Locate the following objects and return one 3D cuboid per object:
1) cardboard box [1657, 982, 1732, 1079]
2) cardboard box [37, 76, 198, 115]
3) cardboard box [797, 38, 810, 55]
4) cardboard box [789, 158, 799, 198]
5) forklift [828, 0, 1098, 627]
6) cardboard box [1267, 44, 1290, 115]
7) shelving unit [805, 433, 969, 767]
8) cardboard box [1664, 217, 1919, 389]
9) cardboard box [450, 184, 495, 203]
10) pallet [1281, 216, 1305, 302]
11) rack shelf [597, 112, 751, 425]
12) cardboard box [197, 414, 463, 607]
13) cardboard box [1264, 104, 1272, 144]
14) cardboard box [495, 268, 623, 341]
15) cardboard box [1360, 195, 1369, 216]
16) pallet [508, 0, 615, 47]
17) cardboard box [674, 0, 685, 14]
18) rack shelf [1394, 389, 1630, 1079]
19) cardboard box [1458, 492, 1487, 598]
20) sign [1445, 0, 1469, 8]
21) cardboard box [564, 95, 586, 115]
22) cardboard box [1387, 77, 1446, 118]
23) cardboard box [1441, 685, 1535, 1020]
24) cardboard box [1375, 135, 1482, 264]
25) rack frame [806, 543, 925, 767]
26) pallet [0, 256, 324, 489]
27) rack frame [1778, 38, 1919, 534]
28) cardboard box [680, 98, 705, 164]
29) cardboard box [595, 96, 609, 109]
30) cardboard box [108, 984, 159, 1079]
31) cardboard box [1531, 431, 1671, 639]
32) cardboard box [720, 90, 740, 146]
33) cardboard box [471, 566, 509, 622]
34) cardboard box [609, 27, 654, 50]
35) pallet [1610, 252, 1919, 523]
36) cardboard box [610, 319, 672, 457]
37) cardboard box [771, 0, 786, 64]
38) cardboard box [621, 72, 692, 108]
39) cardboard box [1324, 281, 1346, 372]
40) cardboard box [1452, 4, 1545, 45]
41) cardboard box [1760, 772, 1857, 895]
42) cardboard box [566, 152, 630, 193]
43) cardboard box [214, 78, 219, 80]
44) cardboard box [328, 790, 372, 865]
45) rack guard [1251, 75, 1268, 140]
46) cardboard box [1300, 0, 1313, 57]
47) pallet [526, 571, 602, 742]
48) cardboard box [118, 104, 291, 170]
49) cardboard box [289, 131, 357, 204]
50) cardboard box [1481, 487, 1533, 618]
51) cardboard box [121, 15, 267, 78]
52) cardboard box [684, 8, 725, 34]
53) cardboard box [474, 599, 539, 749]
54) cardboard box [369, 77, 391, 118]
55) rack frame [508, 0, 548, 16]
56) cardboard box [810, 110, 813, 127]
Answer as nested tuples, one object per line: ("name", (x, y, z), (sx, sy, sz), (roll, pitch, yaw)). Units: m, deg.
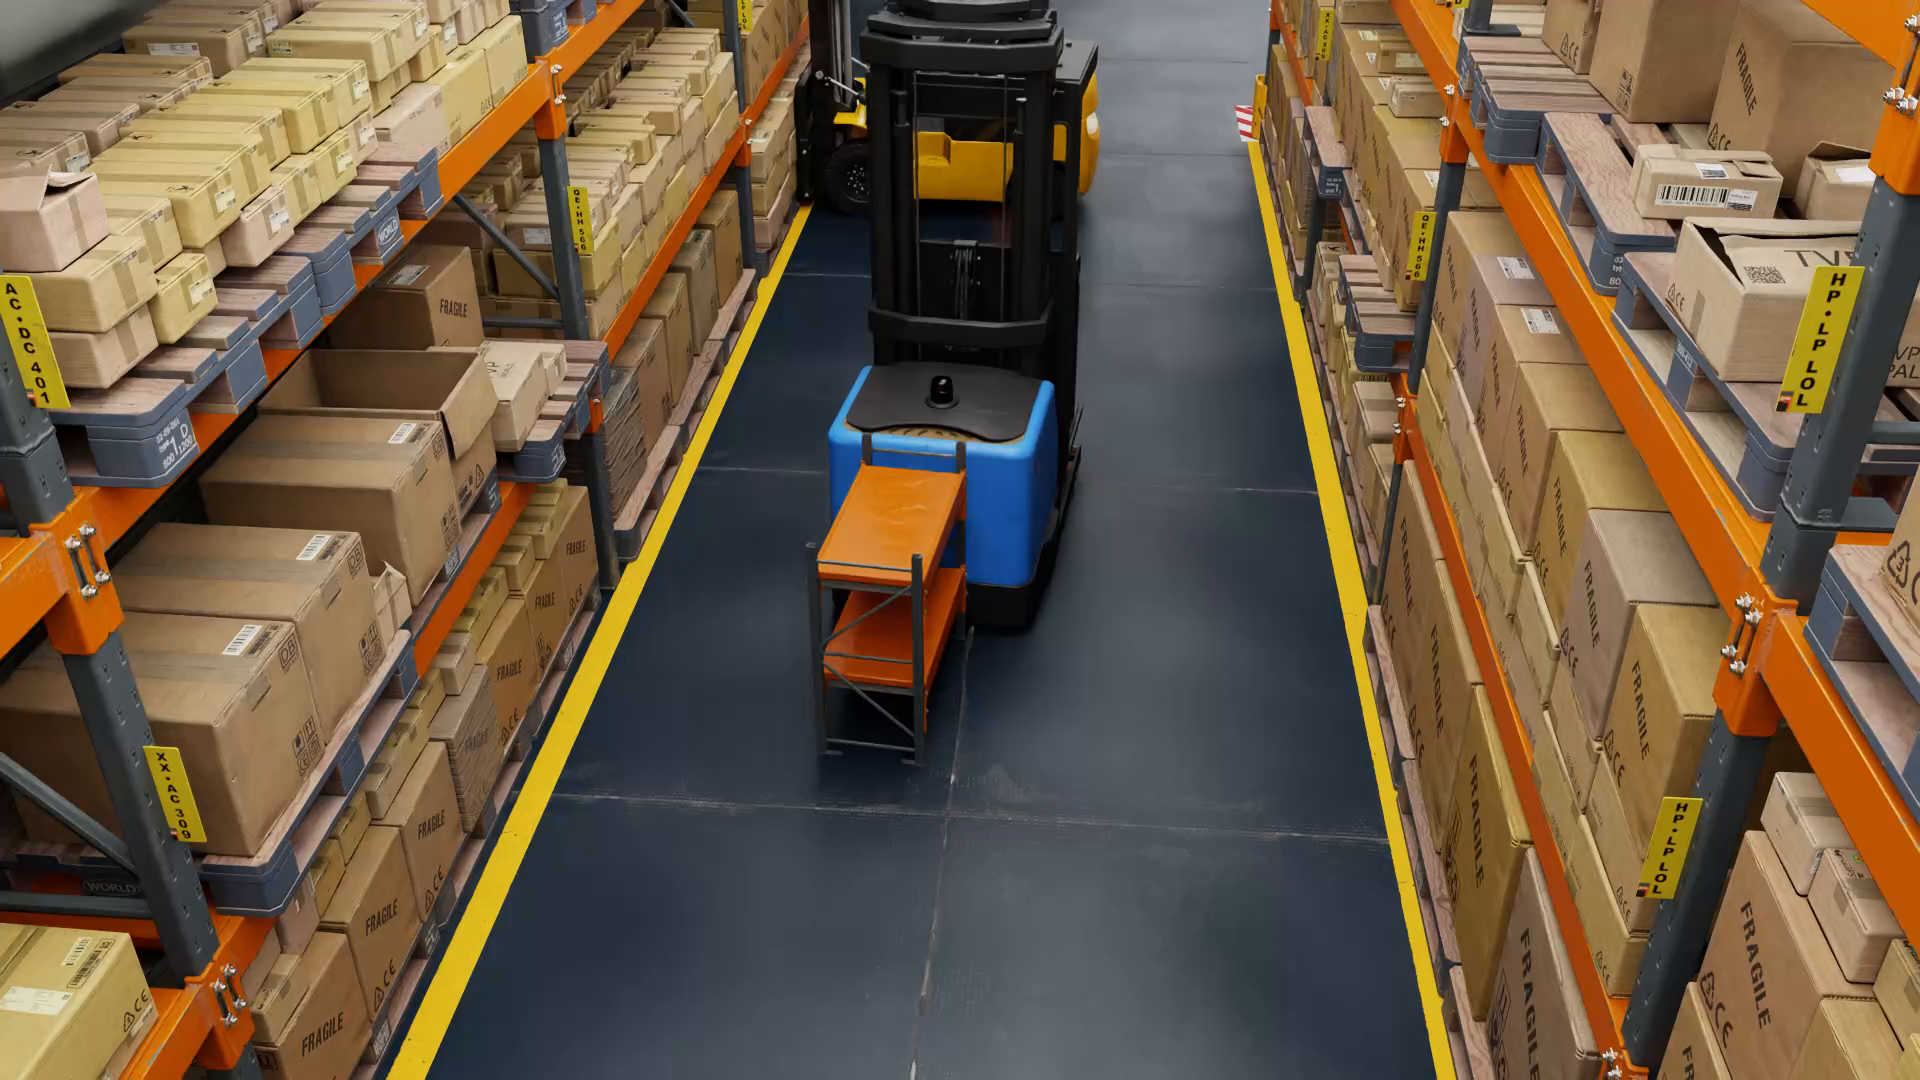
("cardboard box", (2.001, 1.435, 3.968), (0.500, 0.500, 0.500), (3, 32, 6))
("cardboard box", (-2.583, -1.321, 5.135), (0.380, 0.149, 0.250), (3, 32, 4))
("cardboard box", (-1.433, -4.154, 14.400), (0.500, 0.250, 0.500), (3, 32, 5))
("cardboard box", (-1.574, -2.933, 13.370), (0.500, 0.250, 0.500), (3, 32, 5))
("forklift", (0.115, -1.570, 9.003), (1.130, 2.935, 3.031), (6, 32, 9))
("cardboard box", (2.935, -3.937, 14.285), (0.500, 0.500, 0.500), (1, 32, 2))
("shelving unit", (-0.314, 0.260, 7.756), (0.538, 1.125, 1.048), (6, 32, 9))
("cardboard box", (2.163, -0.645, 4.262), (0.500, 0.311, 0.500), (2, 32, 4))
("cardboard box", (-2.587, -1.698, 8.432), (0.380, 0.149, 0.250), (3, 32, 5))
("pallet", (2.971, -2.106, 12.466), (1.003, 0.211, 1.213), (2, 32, 4))
("rack shelf", (-2.159, -1.798, 9.994), (1.077, 0.370, 4.000), (2, 32, 4))
("cardboard box", (-2.279, -0.113, 6.079), (0.700, 0.500, 0.500), (2, 32, 4))
("cardboard box", (2.936, -3.630, 14.502), (0.500, 0.250, 0.500), (2, 32, 4))
("cardboard box", (-2.042, -1.216, 8.508), (0.500, 0.250, 0.500), (3, 32, 4))
("cardboard box", (2.465, -1.915, 9.338), (0.380, 0.149, 0.250), (1, 32, 2))
("pallet", (-2.355, -2.614, 7.953), (1.213, 0.211, 1.003), (4, 32, 6))
("cardboard box", (-2.210, -3.918, 12.036), (0.380, 0.149, 0.250), (3, 32, 5))
("rack shelf", (2.463, 0.503, 6.260), (1.077, 0.370, 4.000), (2, 32, 4))
("cardboard box", (2.263, 0.004, 6.528), (0.500, 0.250, 0.500), (3, 32, 6))
("sign", (2.085, -2.370, 6.885), (0.100, 0.325, 0.005), (2, 32, 4))
("cardboard box", (-2.409, -2.499, 9.733), (0.380, 0.149, 0.250), (3, 32, 4))
("cardboard box", (2.478, -2.340, 8.791), (0.380, 0.149, 0.250), (1, 32, 2))
("cardboard box", (2.337, 1.168, 6.120), (0.875, 0.875, 0.875), (3, 32, 5))
("cardboard box", (2.417, -1.717, 8.398), (0.500, 0.500, 0.500), (2, 32, 3))
("rack frame", (-0.407, 0.522, 7.330), (0.500, 1.125, 0.032), (6, 32, 9))
("pallet", (-2.524, -0.502, 4.526), (1.213, 0.211, 1.003), (2, 32, 4))
("rack frame", (2.300, -1.311, 2.800), (1.000, 3.000, 0.127), (2, 32, 4))
("cardboard box", (-1.863, -2.495, 10.106), (0.500, 0.250, 0.500), (3, 32, 5))
("cardboard box", (-2.397, -2.515, 10.138), (0.500, 0.250, 0.500), (2, 32, 3))
("cardboard box", (-2.421, 1.317, 4.493), (0.380, 0.149, 0.250), (3, 32, 5))
("cardboard box", (2.182, -0.005, 5.350), (0.500, 0.500, 0.500), (3, 32, 5))
("cardboard box", (-1.776, -2.812, 11.096), (0.500, 0.250, 0.500), (3, 32, 5))
("cardboard box", (-2.233, 0.236, 7.373), (0.380, 0.149, 0.250), (3, 32, 5))
("cardboard box", (-2.238, -3.294, 11.023), (0.380, 0.149, 0.250), (2, 32, 3))
("pallet", (2.326, -0.434, 4.418), (0.805, 0.209, 1.217), (1, 32, 2))
("cardboard box", (-2.212, -0.894, 9.705), (0.875, 0.625, 0.625), (3, 32, 6))
("cardboard box", (-1.634, -3.952, 12.708), (0.500, 0.500, 0.500), (2, 32, 3))
("cardboard box", (-1.851, -2.742, 10.127), (0.380, 0.149, 0.250), (2, 32, 3))
("cardboard box", (2.856, -1.350, 10.686), (0.950, 0.372, 0.625), (4, 32, 7))
("cardboard box", (2.454, -2.323, 7.540), (0.380, 0.149, 0.250), (2, 32, 4))
("cardboard box", (2.016, 0.653, 3.665), (0.380, 0.149, 0.250), (2, 32, 3))
("cardboard box", (-1.978, -1.944, 8.831), (0.380, 0.149, 0.250), (3, 32, 5))
("cardboard box", (-2.722, -1.597, 5.886), (0.380, 0.149, 0.250), (2, 32, 3))
("cardboard box", (-2.389, 1.039, 6.069), (0.380, 0.149, 0.250), (2, 32, 3))
("rack guard", (3.271, -3.928, 15.147), (1.175, 0.500, 0.348), (2, 32, 4))
("cardboard box", (2.813, -3.893, 12.330), (0.500, 0.500, 0.500), (3, 32, 5))
("pallet", (-2.420, 0.517, 8.209), (1.003, 0.211, 1.213), (2, 32, 4))
("cardboard box", (-2.215, -1.168, 4.887), (0.380, 0.149, 0.250), (3, 32, 5))
("cardboard box", (-2.116, -1.164, 5.165), (0.380, 0.149, 0.250), (3, 32, 5))
("cardboard box", (2.188, 0.052, 5.973), (0.500, 0.250, 0.500), (3, 32, 5))
("cardboard box", (-2.670, -1.722, 5.806), (0.380, 0.149, 0.250), (2, 32, 4))
("cardboard box", (-1.708, -3.624, 11.559), (0.380, 0.149, 0.250), (2, 32, 3))
("cardboard box", (-2.233, 0.592, 7.413), (0.500, 0.500, 0.500), (4, 32, 6))
("cardboard box", (-2.241, -1.574, 5.849), (0.380, 0.149, 0.250), (3, 32, 5))
("rack frame", (-2.322, -3.613, 6.535), (1.000, 3.000, 0.127), (2, 32, 4))
("cardboard box", (-1.471, -3.662, 14.078), (0.500, 0.250, 0.500), (2, 32, 3))
